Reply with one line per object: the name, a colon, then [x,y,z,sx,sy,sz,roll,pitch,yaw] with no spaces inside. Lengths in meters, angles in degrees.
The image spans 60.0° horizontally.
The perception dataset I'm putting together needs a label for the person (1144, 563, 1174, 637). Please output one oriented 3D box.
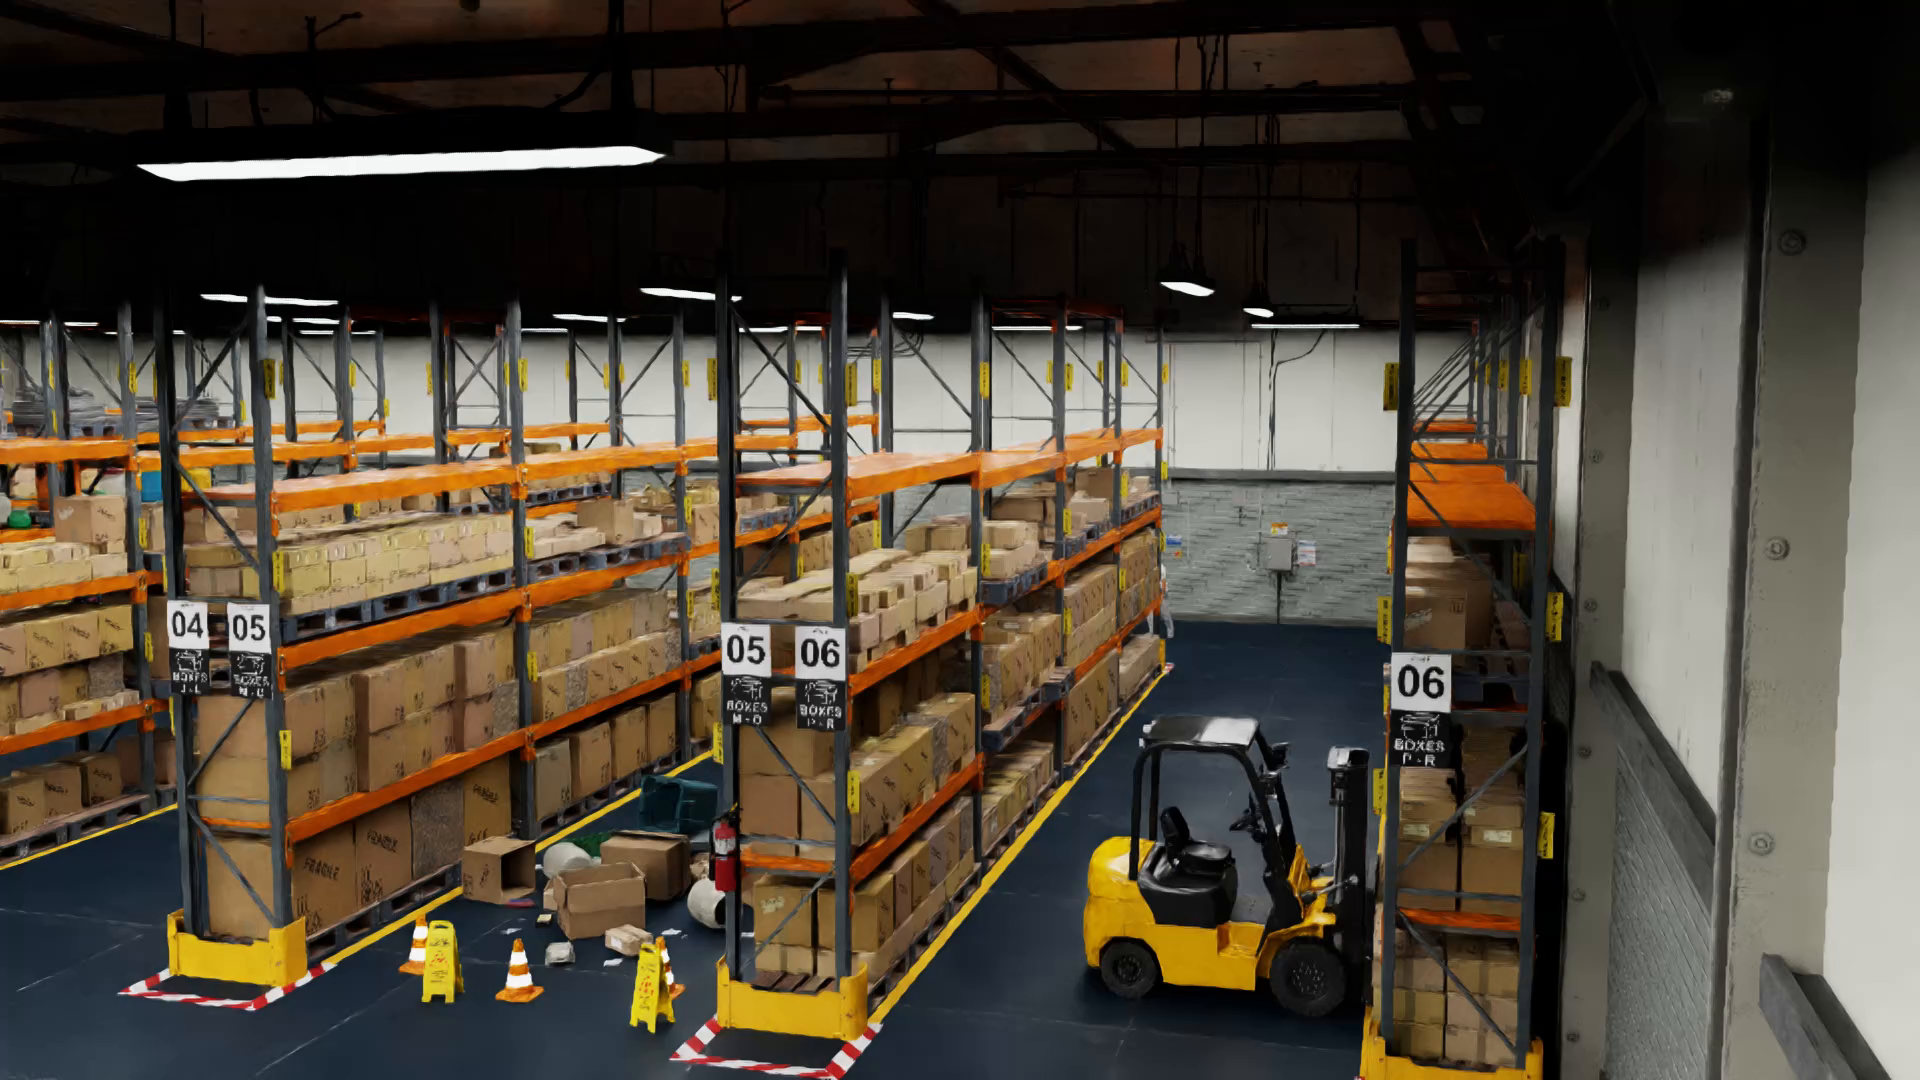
person: [3.782,1.016,31.553,0.576,1.650,0.531,-3,7,-26]
